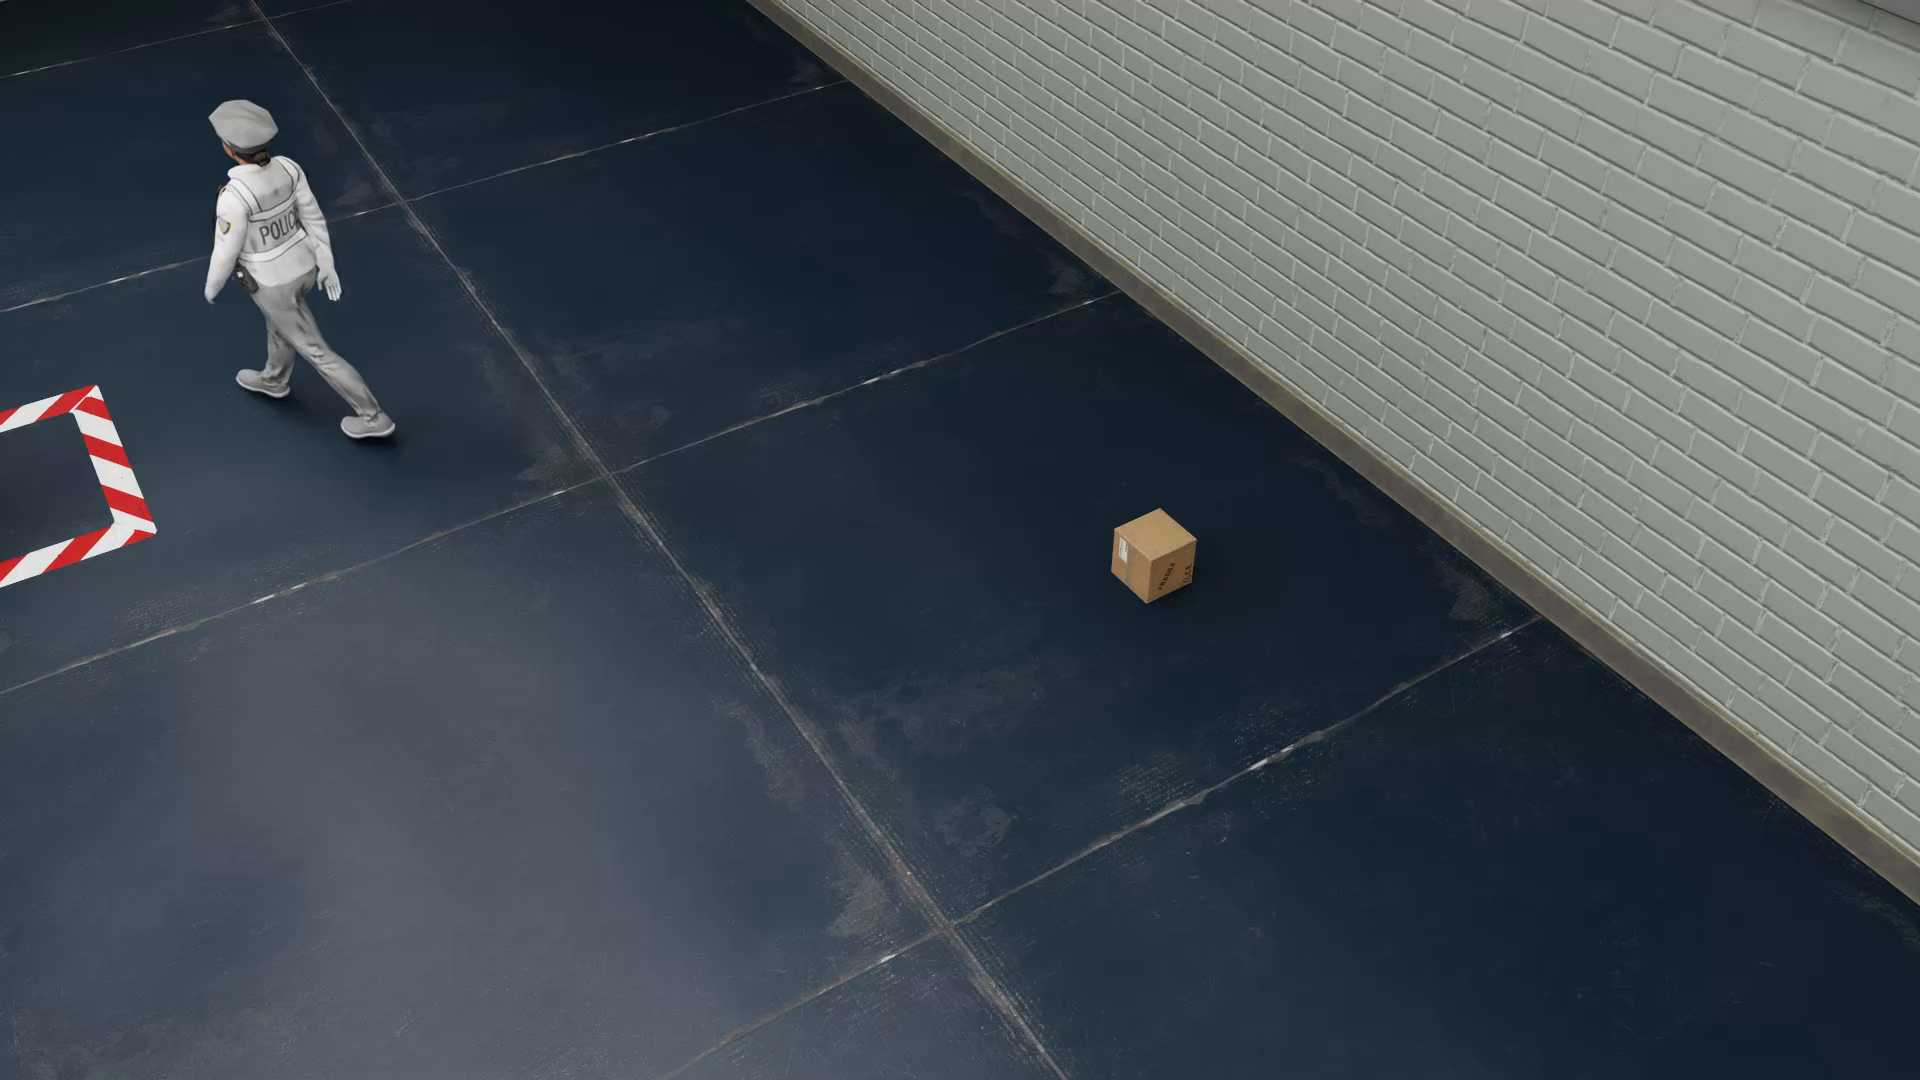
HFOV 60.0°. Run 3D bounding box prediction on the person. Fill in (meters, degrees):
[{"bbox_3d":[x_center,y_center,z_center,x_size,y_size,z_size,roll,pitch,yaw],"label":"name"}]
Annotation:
[{"bbox_3d":[-3.139,-1.219,7.522,0.990,1.631,0.480,12,42,14],"label":"person"}]
